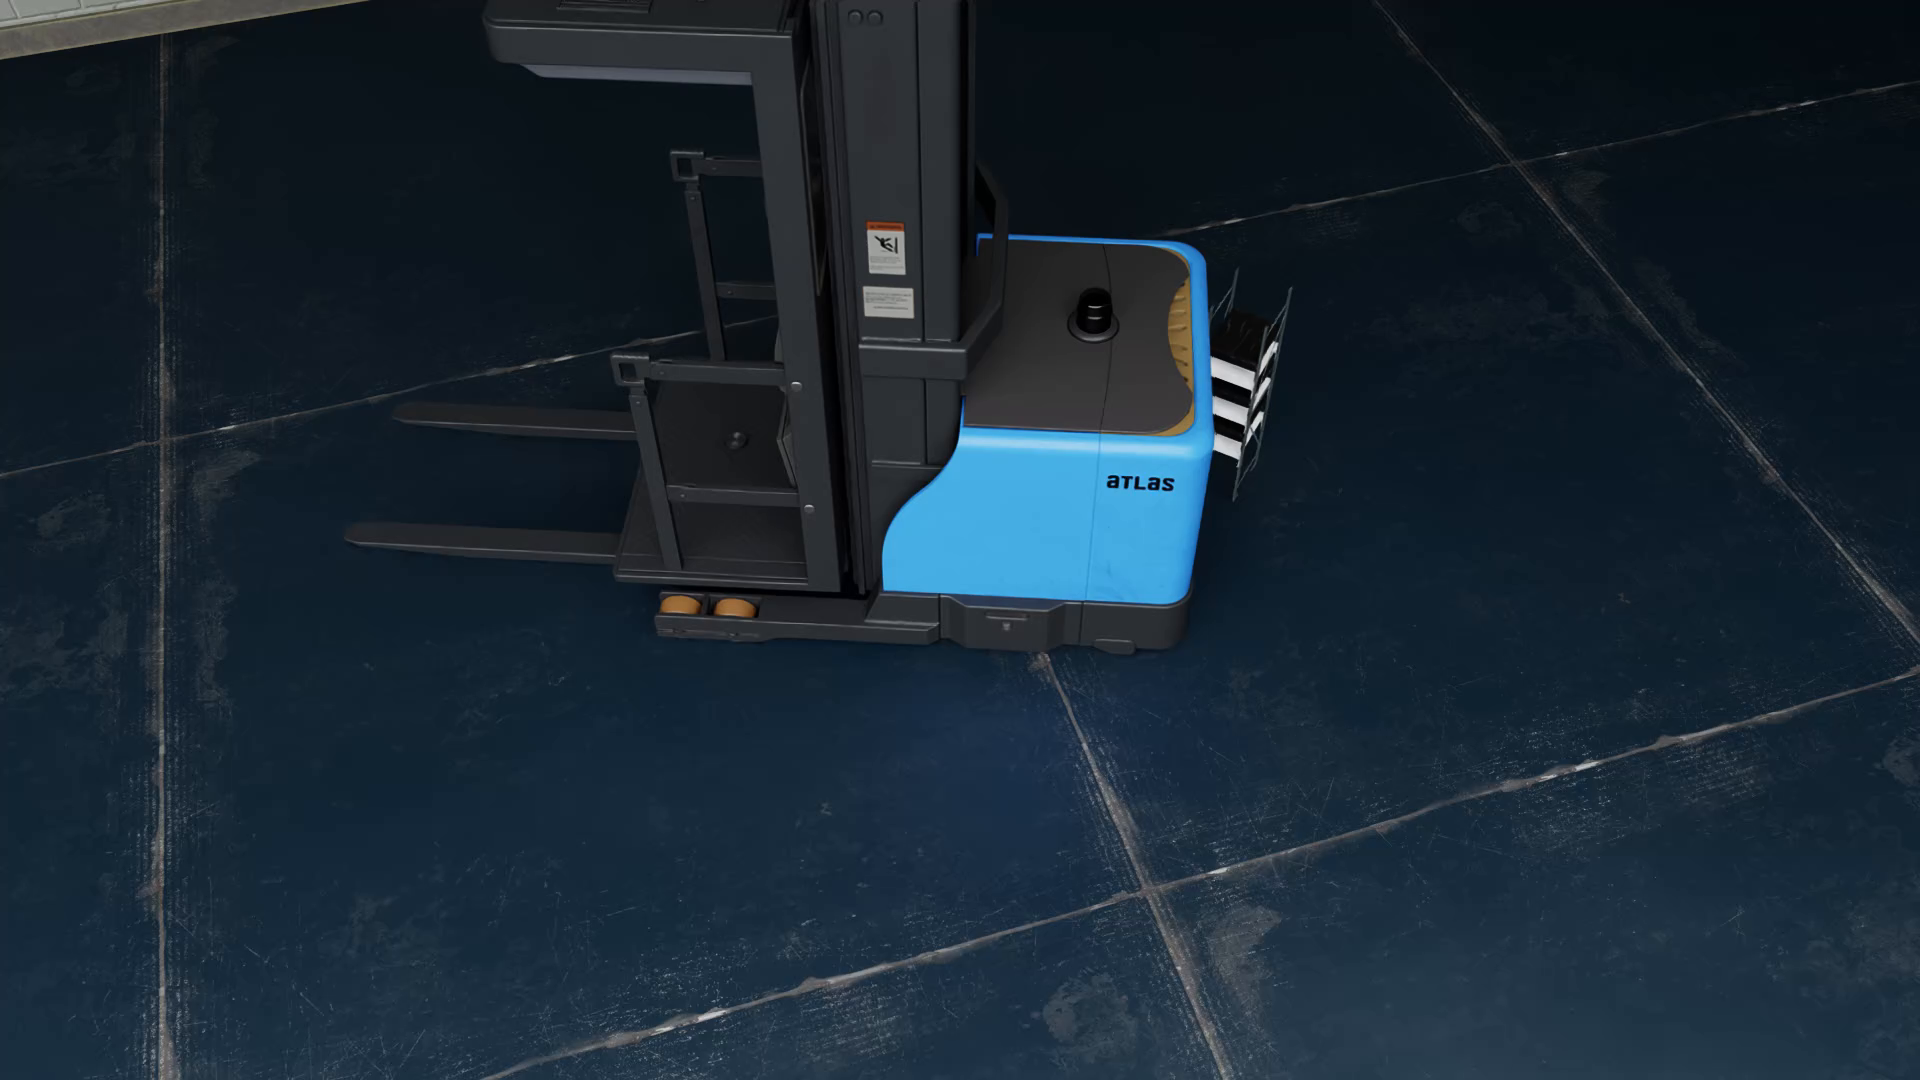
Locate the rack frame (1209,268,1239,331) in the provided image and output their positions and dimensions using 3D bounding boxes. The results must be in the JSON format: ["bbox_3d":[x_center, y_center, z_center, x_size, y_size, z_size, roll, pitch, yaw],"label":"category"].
[{"bbox_3d":[0.925,-0.591,6.159,0.006,0.900,0.240,23,54,18],"label":"rack frame"}]

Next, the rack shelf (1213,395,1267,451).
[{"bbox_3d":[1.013,-0.473,6.222,0.200,0.077,0.258,23,54,18],"label":"rack shelf"}]

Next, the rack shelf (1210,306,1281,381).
[{"bbox_3d":[1.014,-0.705,5.946,0.200,0.077,0.258,23,54,18],"label":"rack shelf"}]

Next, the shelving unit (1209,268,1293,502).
[{"bbox_3d":[1.013,-0.553,6.127,0.210,0.900,0.258,23,54,18],"label":"shelving unit"}]

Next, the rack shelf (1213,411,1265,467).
[{"bbox_3d":[1.013,-0.415,6.291,0.200,0.077,0.258,23,54,18],"label":"rack shelf"}]

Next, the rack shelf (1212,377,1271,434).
[{"bbox_3d":[1.013,-0.531,6.153,0.200,0.077,0.258,23,54,18],"label":"rack shelf"}]

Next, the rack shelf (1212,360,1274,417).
[{"bbox_3d":[1.013,-0.589,6.084,0.200,0.077,0.258,23,54,18],"label":"rack shelf"}]

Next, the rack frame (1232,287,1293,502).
[{"bbox_3d":[1.102,-0.515,6.096,0.006,0.900,0.240,23,54,18],"label":"rack frame"}]

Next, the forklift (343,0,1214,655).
[{"bbox_3d":[-0.681,-0.985,5.163,3.031,2.935,1.130,3,50,2],"label":"forklift"}]

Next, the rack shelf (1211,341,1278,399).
[{"bbox_3d":[1.014,-0.647,6.015,0.200,0.077,0.258,23,54,18],"label":"rack shelf"}]
